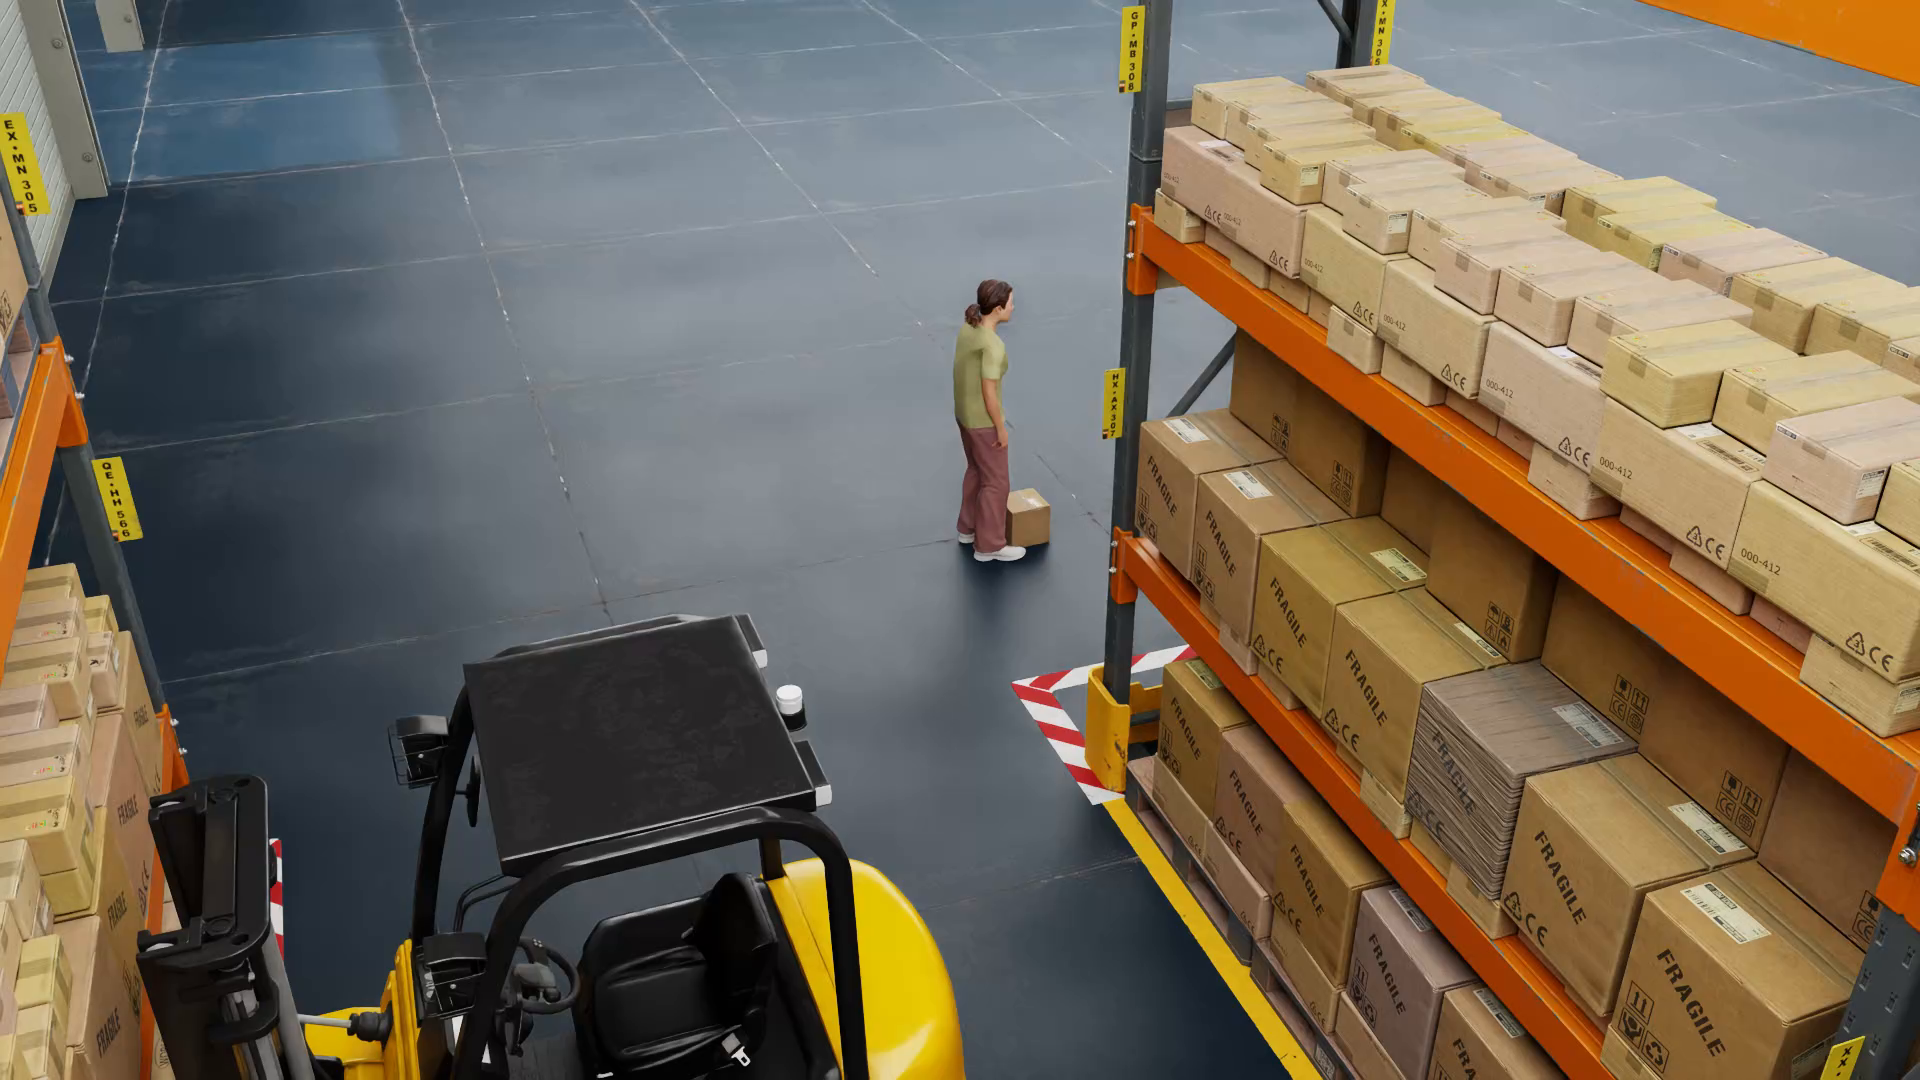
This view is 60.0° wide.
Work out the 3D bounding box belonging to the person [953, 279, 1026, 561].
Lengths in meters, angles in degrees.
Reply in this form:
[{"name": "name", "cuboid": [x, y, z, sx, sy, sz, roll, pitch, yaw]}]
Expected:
[{"name": "person", "cuboid": [0.151, -0.696, 9.548, 0.356, 1.673, 0.499, -10, 32, -17]}]
